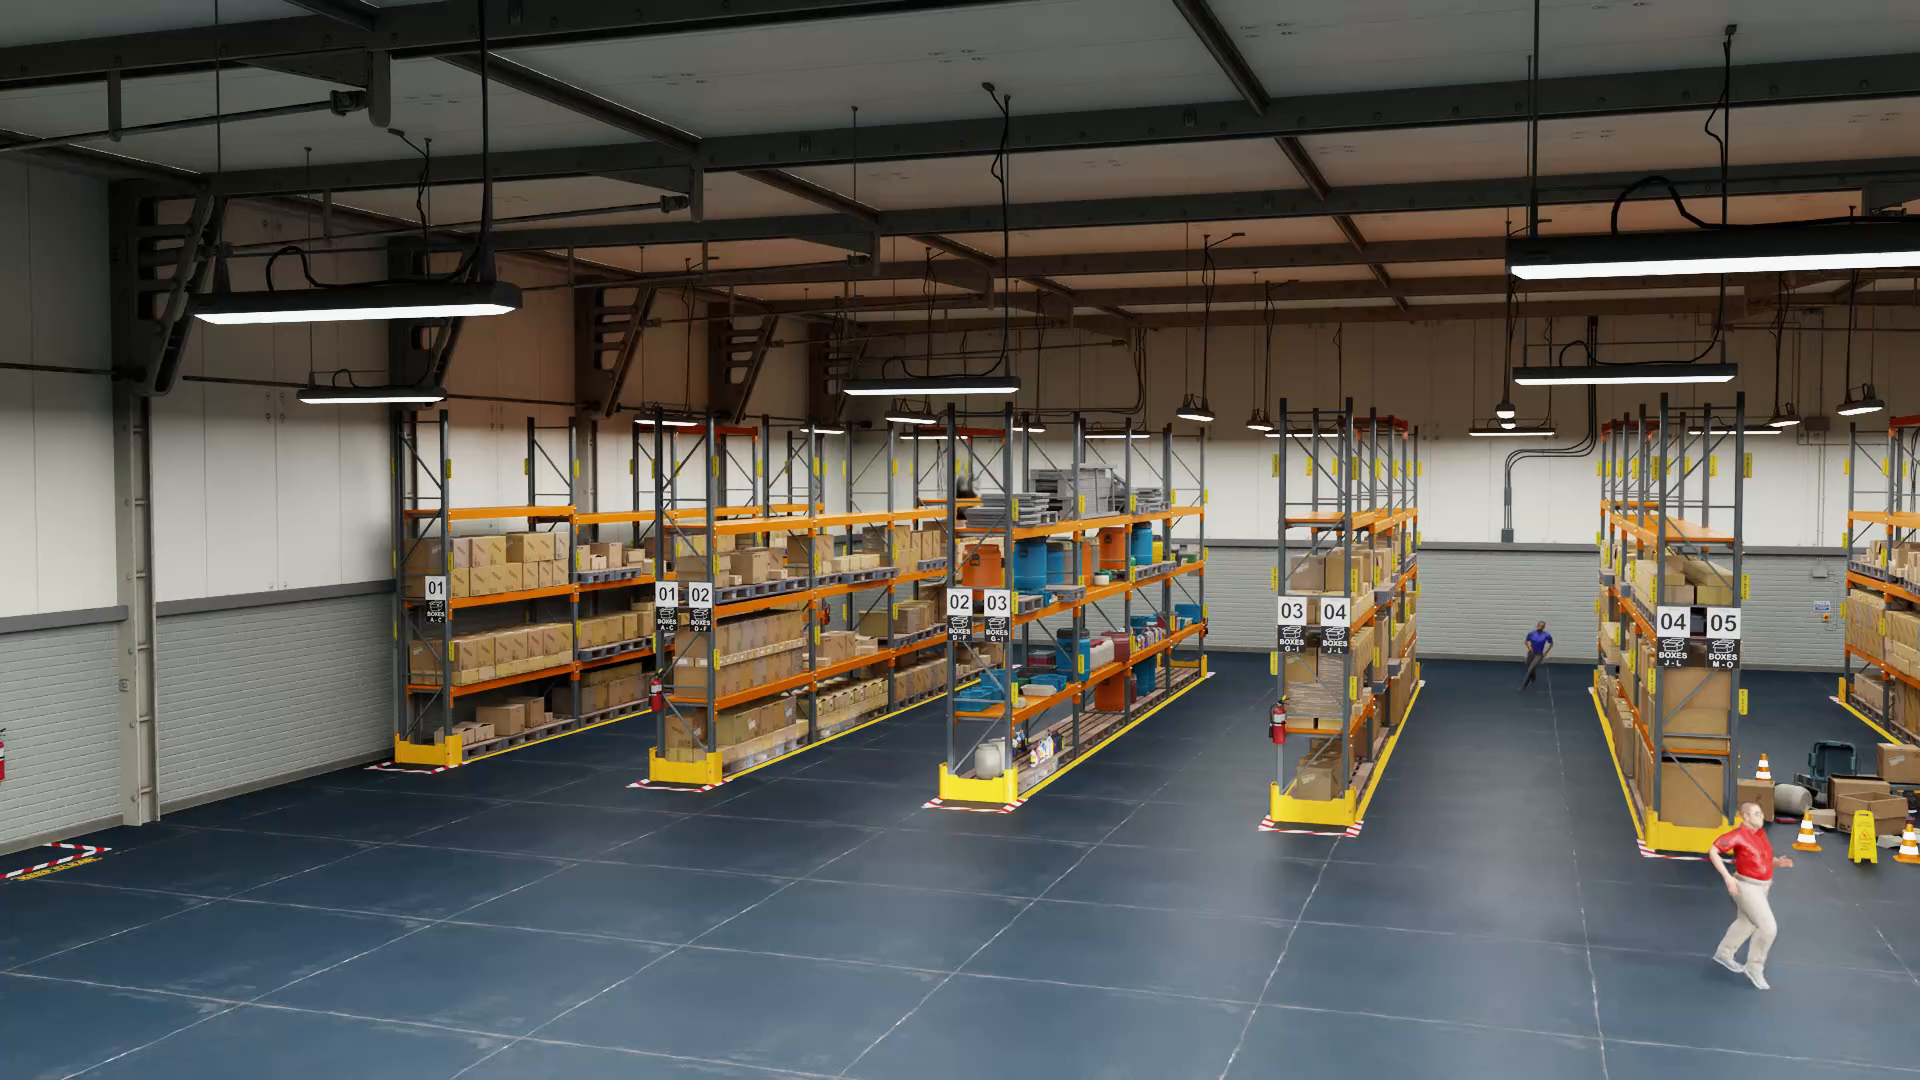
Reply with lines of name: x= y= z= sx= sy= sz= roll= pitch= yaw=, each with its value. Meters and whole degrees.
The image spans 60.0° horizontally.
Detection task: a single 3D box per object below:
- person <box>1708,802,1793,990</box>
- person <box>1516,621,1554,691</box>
person: x=7.710 y=3.457 z=16.195 sx=0.635 sy=1.800 sz=0.756 roll=-2 pitch=3 yaw=-43
person: x=13.014 y=2.606 z=37.498 sx=0.657 sy=1.577 sz=0.916 roll=2 pitch=3 yaw=39
